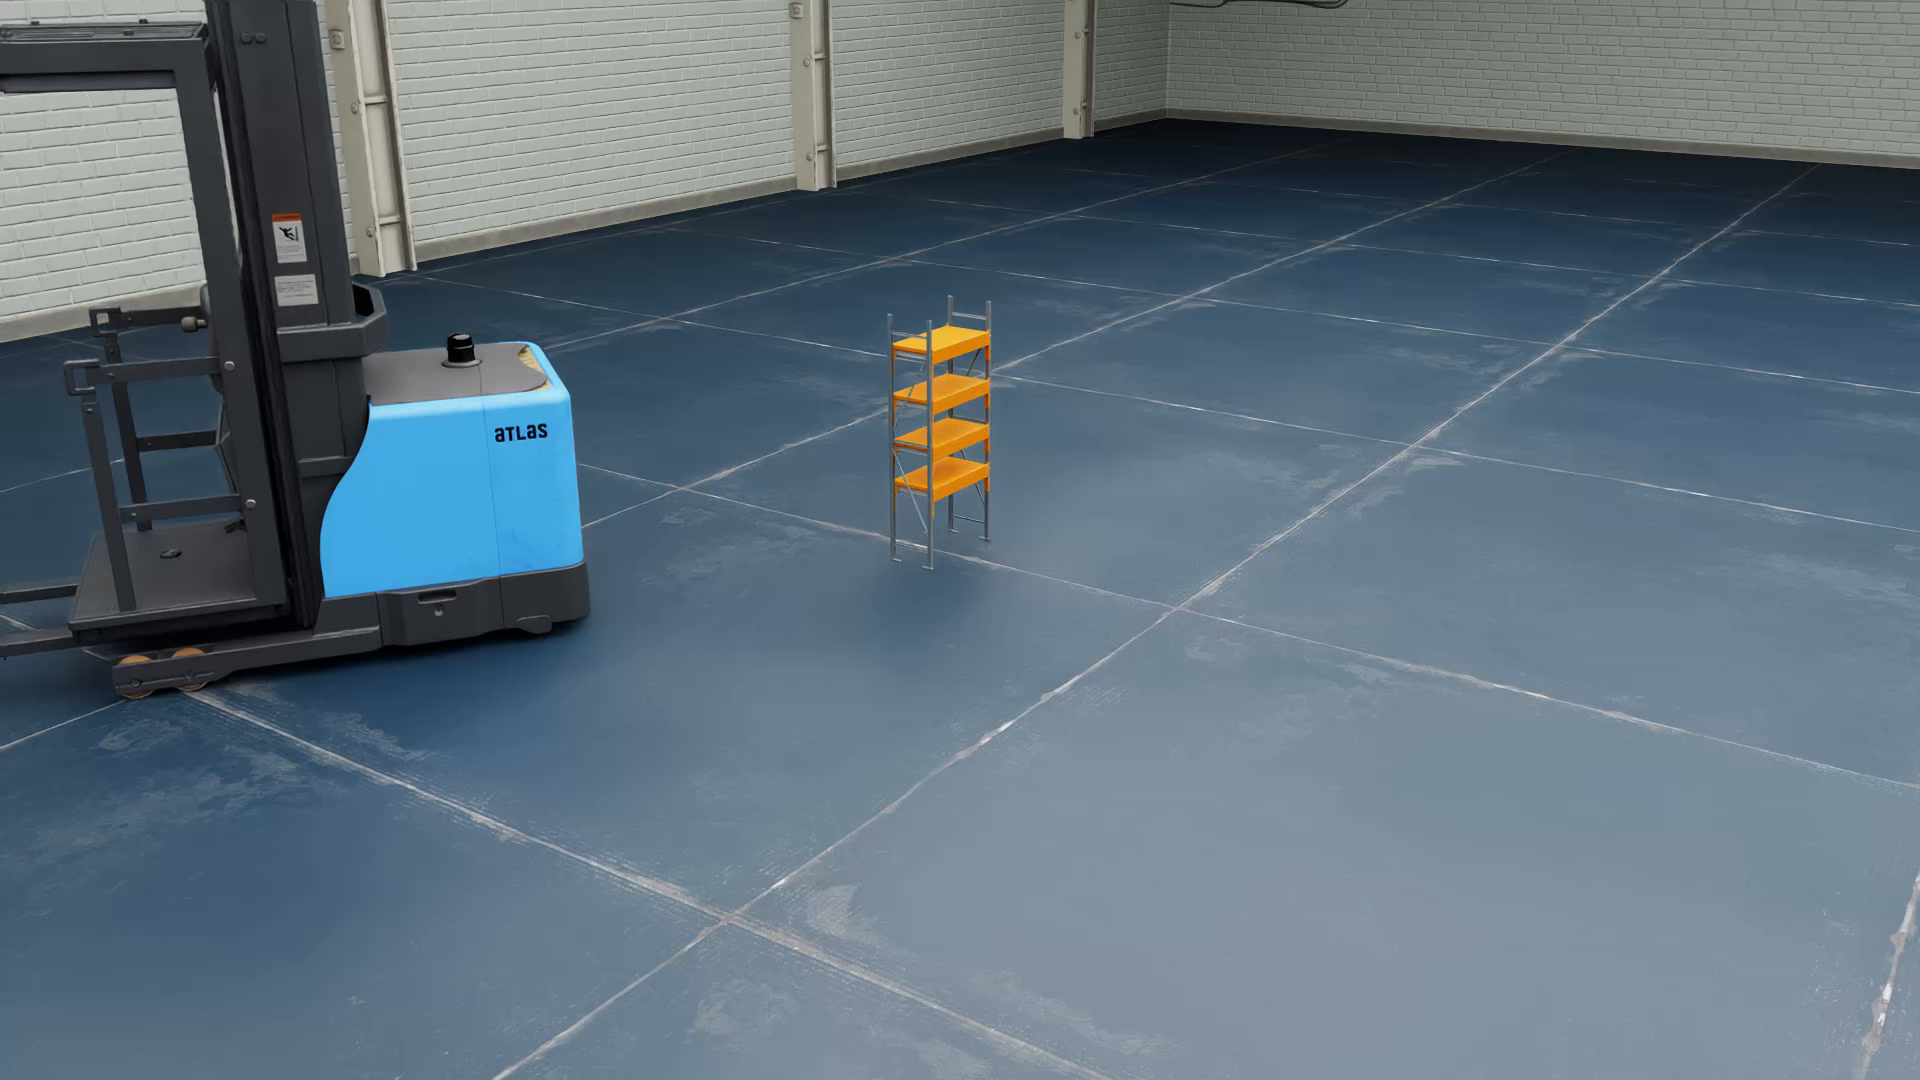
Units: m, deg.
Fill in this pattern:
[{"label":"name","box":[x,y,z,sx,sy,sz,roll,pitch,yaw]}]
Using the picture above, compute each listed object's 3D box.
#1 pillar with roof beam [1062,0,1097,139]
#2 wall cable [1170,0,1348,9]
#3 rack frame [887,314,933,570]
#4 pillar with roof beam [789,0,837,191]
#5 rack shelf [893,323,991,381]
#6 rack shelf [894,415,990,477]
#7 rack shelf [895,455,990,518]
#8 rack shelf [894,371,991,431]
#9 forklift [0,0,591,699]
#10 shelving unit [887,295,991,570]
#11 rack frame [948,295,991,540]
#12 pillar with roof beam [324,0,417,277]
[{"label":"pillar with roof beam","box":[5.259,-9.195,20.153,9.100,9.000,0.400,13,24,32]},{"label":"wall cable","box":[4.448,-9.166,24.550,3.097,2.526,0.112,13,24,32]},{"label":"rack frame","box":[-0.230,-0.445,7.739,0.240,1.200,0.015,13,24,32]},{"label":"pillar with roof beam","box":[1.886,-7.474,15.499,9.100,9.000,0.400,13,24,32]},{"label":"rack shelf","box":[-0.093,-0.884,7.792,0.258,0.148,0.480,13,24,32]},{"label":"rack shelf","box":[-0.093,-0.452,7.952,0.258,0.148,0.480,13,24,32]},{"label":"rack shelf","box":[-0.093,-0.266,8.021,0.258,0.148,0.480,13,24,32]},{"label":"rack shelf","box":[-0.093,-0.662,7.874,0.258,0.148,0.480,13,24,32]},{"label":"forklift","box":[-3.175,-0.956,6.623,3.031,2.935,1.130,-8,22,-20]},{"label":"shelving unit","box":[-0.093,-0.515,7.928,0.258,1.200,0.503,13,24,32]},{"label":"rack frame","box":[0.044,-0.585,8.118,0.240,1.200,0.015,13,24,32]},{"label":"pillar with roof beam","box":[-1.487,-5.752,10.845,9.100,9.000,0.400,13,24,32]}]
